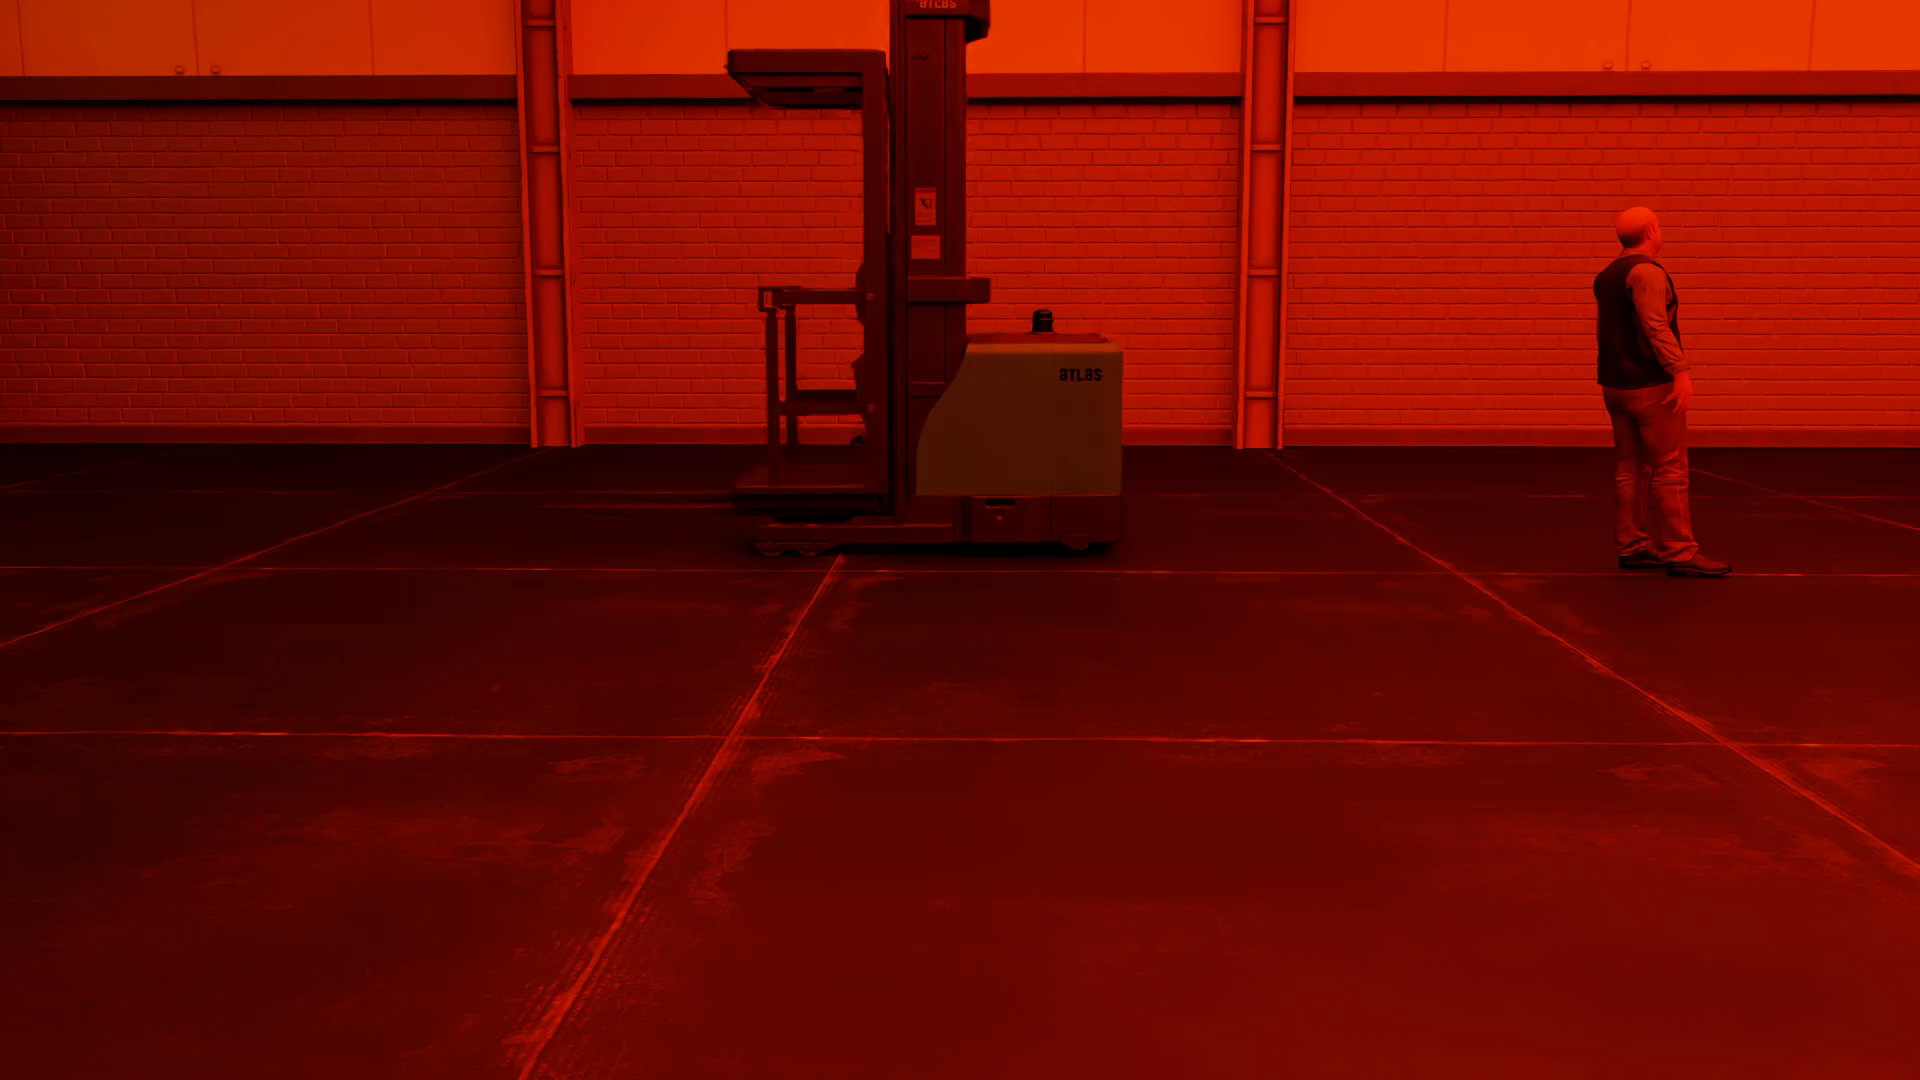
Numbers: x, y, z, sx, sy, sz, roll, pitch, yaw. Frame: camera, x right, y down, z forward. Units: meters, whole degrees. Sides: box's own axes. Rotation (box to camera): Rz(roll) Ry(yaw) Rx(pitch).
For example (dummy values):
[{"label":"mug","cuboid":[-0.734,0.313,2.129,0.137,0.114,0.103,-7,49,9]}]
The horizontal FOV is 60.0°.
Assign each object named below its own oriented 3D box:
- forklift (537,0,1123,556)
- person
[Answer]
[{"label":"forklift","cuboid":[-0.680,-1.446,8.759,3.031,2.935,1.130,0,9,0]},{"label":"person","cuboid":[3.340,-0.721,7.969,0.566,1.723,0.634,-1,9,-6]}]
